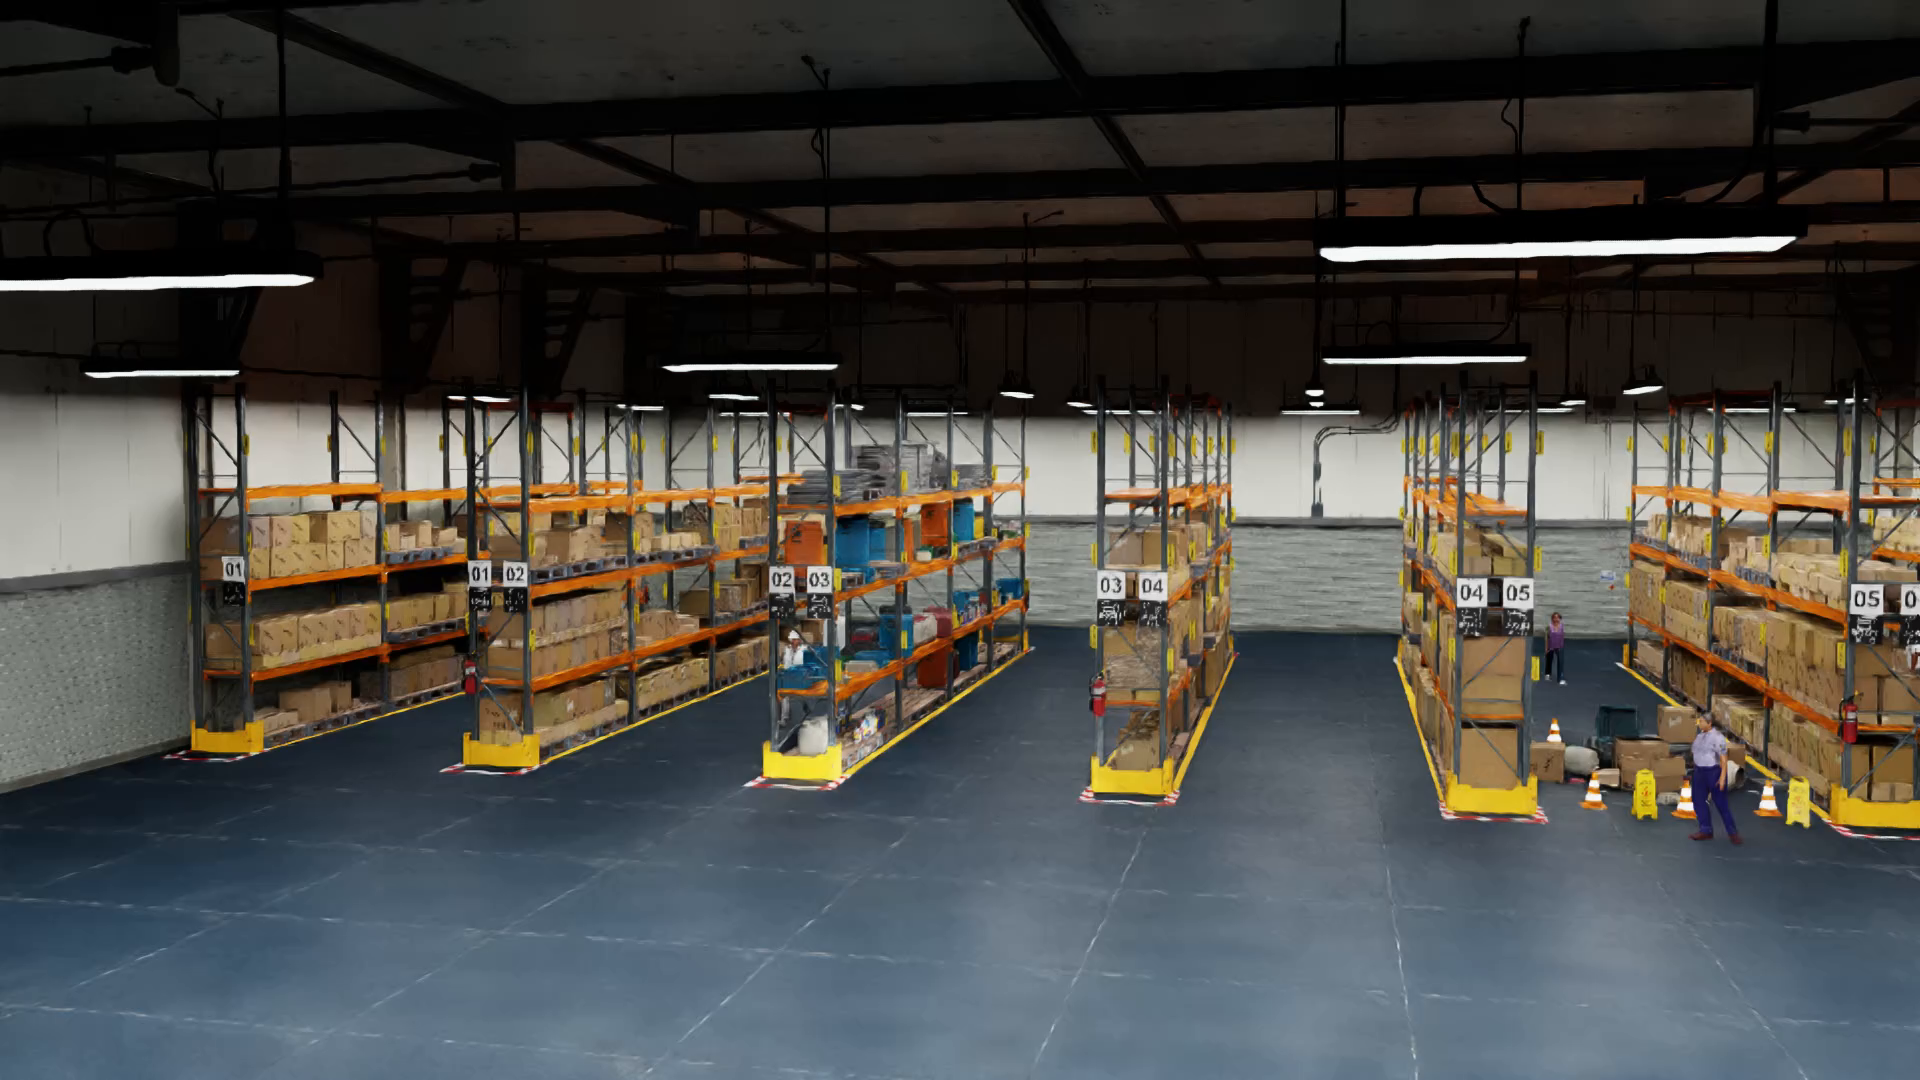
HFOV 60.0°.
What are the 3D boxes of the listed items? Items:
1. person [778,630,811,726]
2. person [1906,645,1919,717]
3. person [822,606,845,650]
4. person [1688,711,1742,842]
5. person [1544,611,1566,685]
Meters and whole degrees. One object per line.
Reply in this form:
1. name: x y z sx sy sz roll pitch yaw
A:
1. person: -2.923 2.442 29.731 0.543 1.700 1.119 1 3 10
2. person: 17.601 2.353 30.675 0.585 1.763 0.682 2 4 33
3. person: -2.552 2.178 34.224 0.598 1.698 1.194 1 3 14
4. person: 9.571 2.989 21.053 0.538 1.639 0.597 -1 3 -16
5. person: 12.438 2.236 34.800 0.419 1.513 1.037 1 3 11
